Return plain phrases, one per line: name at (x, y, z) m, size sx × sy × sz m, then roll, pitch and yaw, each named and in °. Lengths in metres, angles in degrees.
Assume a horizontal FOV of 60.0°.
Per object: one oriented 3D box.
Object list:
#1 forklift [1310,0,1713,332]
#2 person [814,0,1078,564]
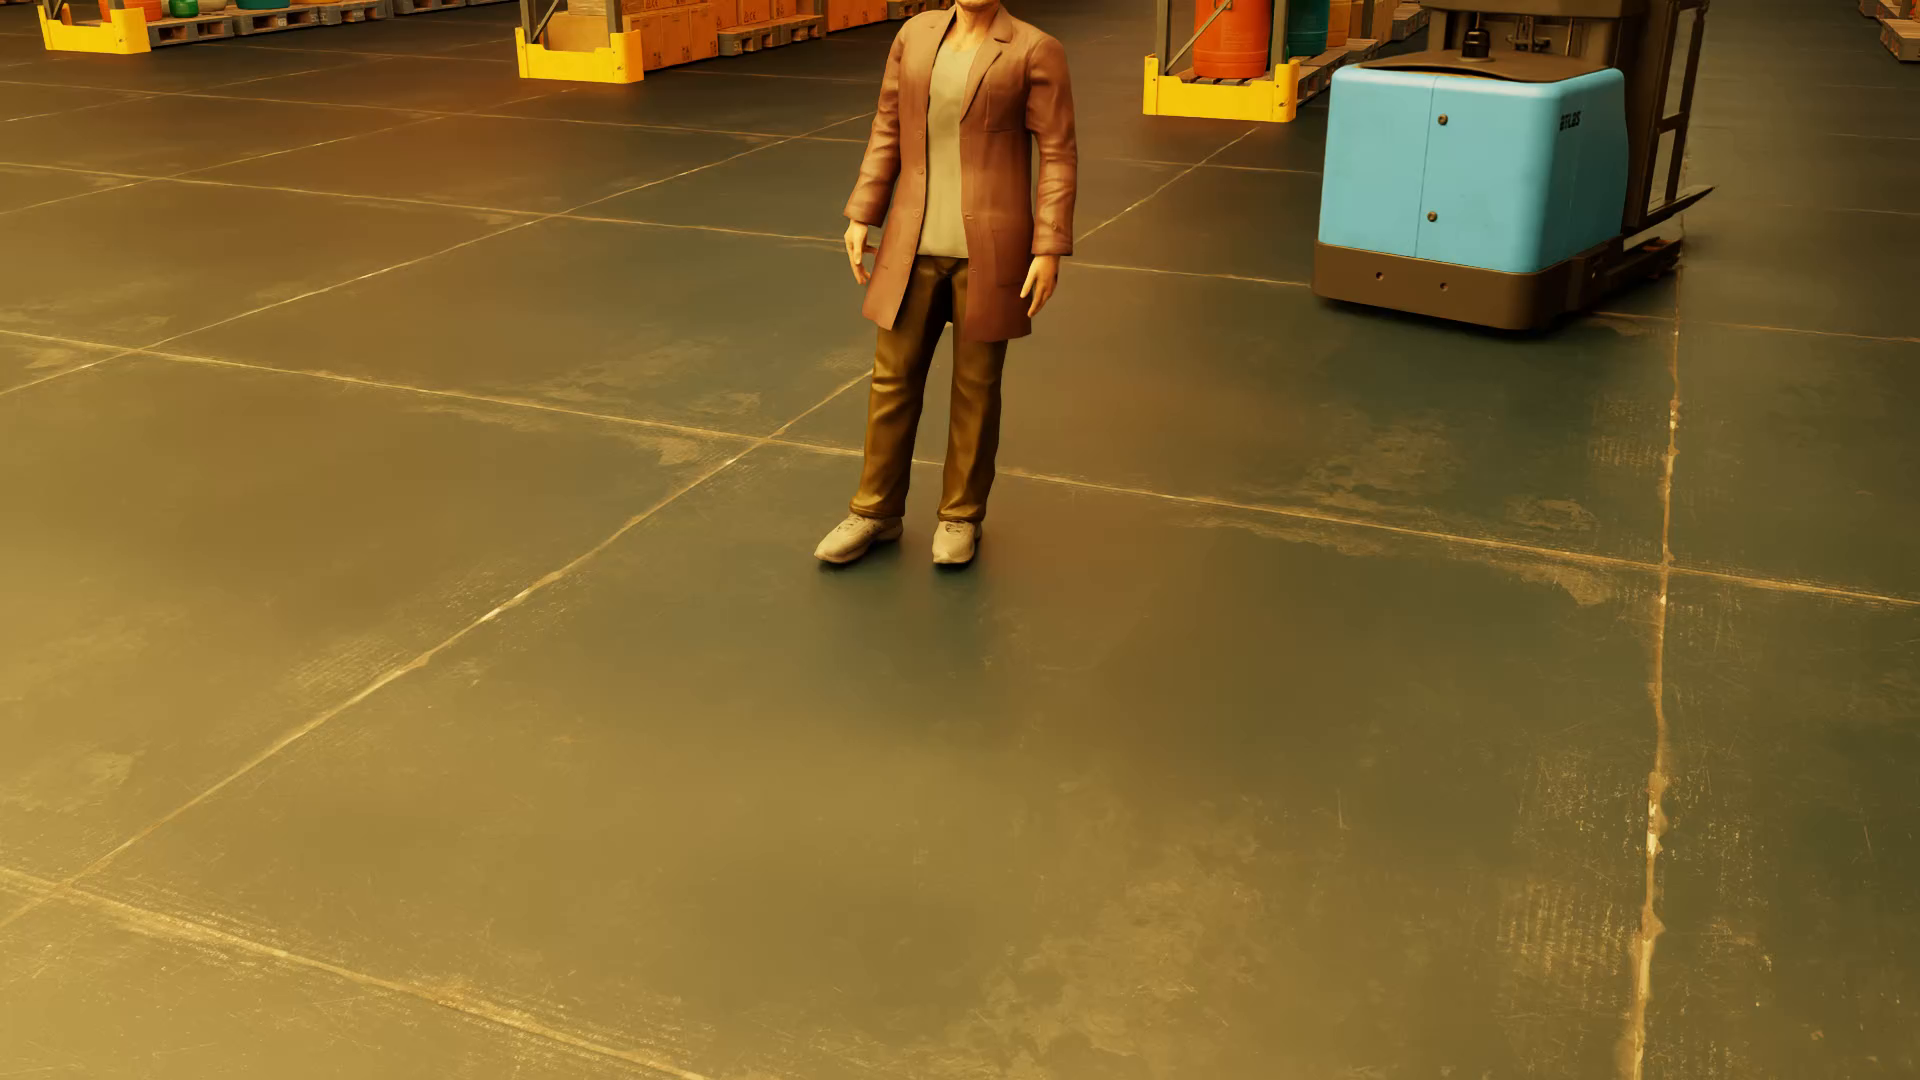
forklift at (2.936, -2.735, 7.835) m, size 1.130 × 2.935 × 3.031 m, roll 18°, pitch 29°, yaw 36°
person at (-0.039, -0.795, 4.670) m, size 0.698 × 1.778 × 0.579 m, roll 9°, pitch 24°, yaw 21°
